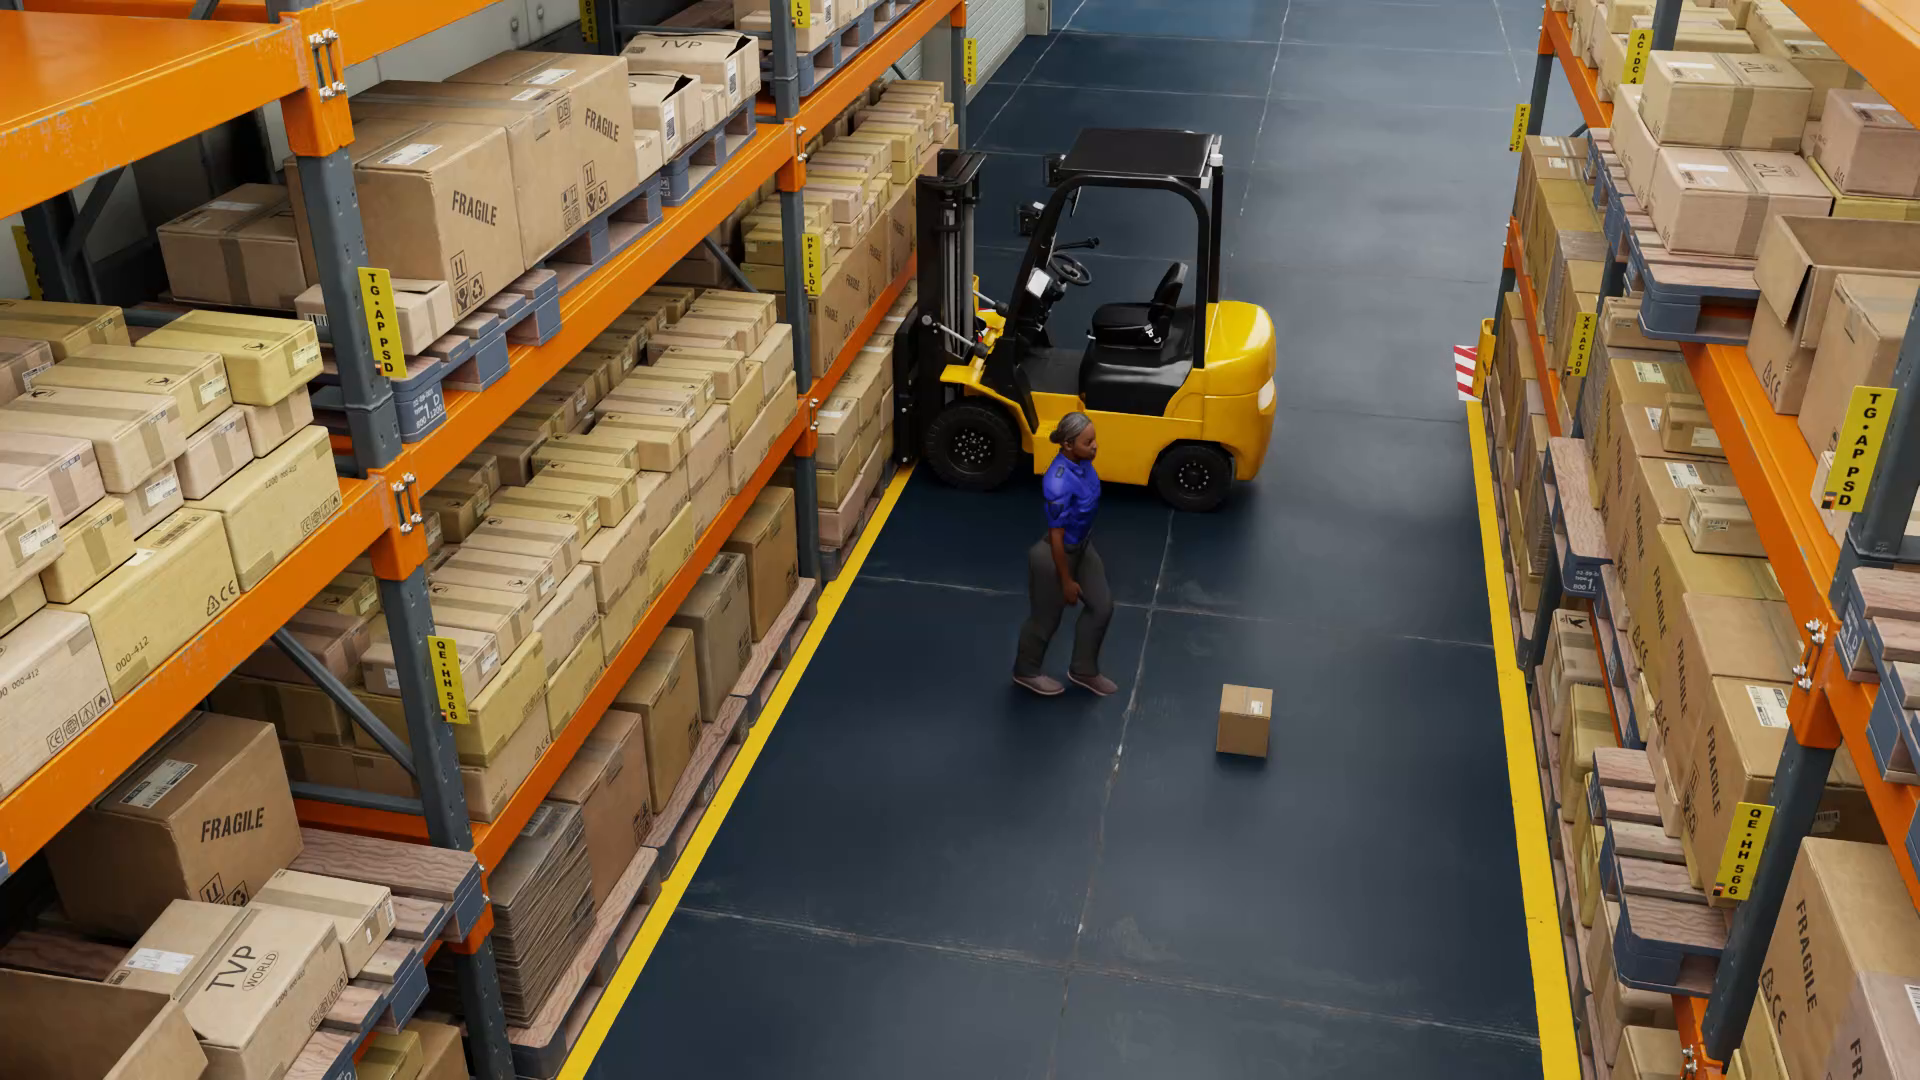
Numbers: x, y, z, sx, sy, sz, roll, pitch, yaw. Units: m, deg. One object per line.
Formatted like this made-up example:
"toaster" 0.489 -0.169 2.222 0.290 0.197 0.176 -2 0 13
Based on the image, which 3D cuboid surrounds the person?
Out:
"person" 0.523 0.114 8.422 0.530 1.694 0.465 13 32 23
